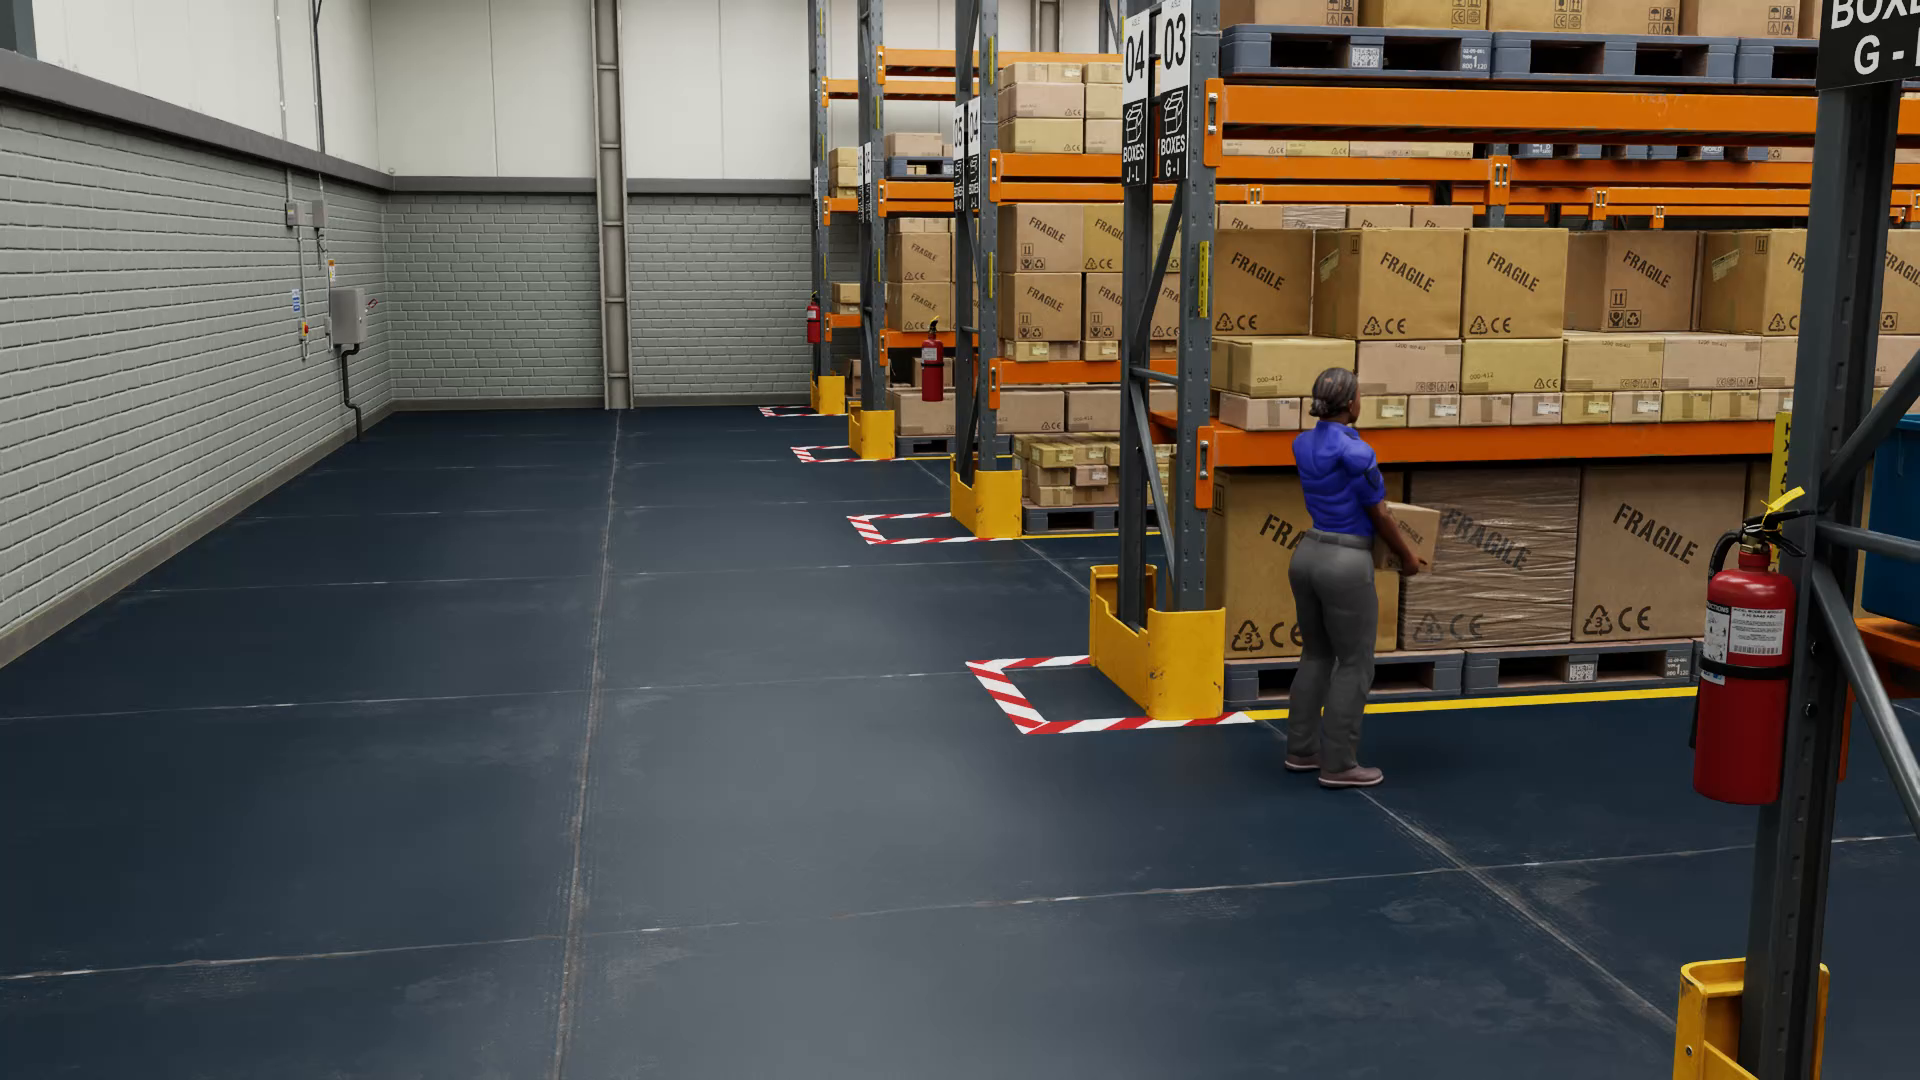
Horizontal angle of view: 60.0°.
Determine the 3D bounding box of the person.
[{"bbox_3d":[1.571,0.138,6.633,0.505,1.656,0.436,-5,11,-25],"label":"person"}]
